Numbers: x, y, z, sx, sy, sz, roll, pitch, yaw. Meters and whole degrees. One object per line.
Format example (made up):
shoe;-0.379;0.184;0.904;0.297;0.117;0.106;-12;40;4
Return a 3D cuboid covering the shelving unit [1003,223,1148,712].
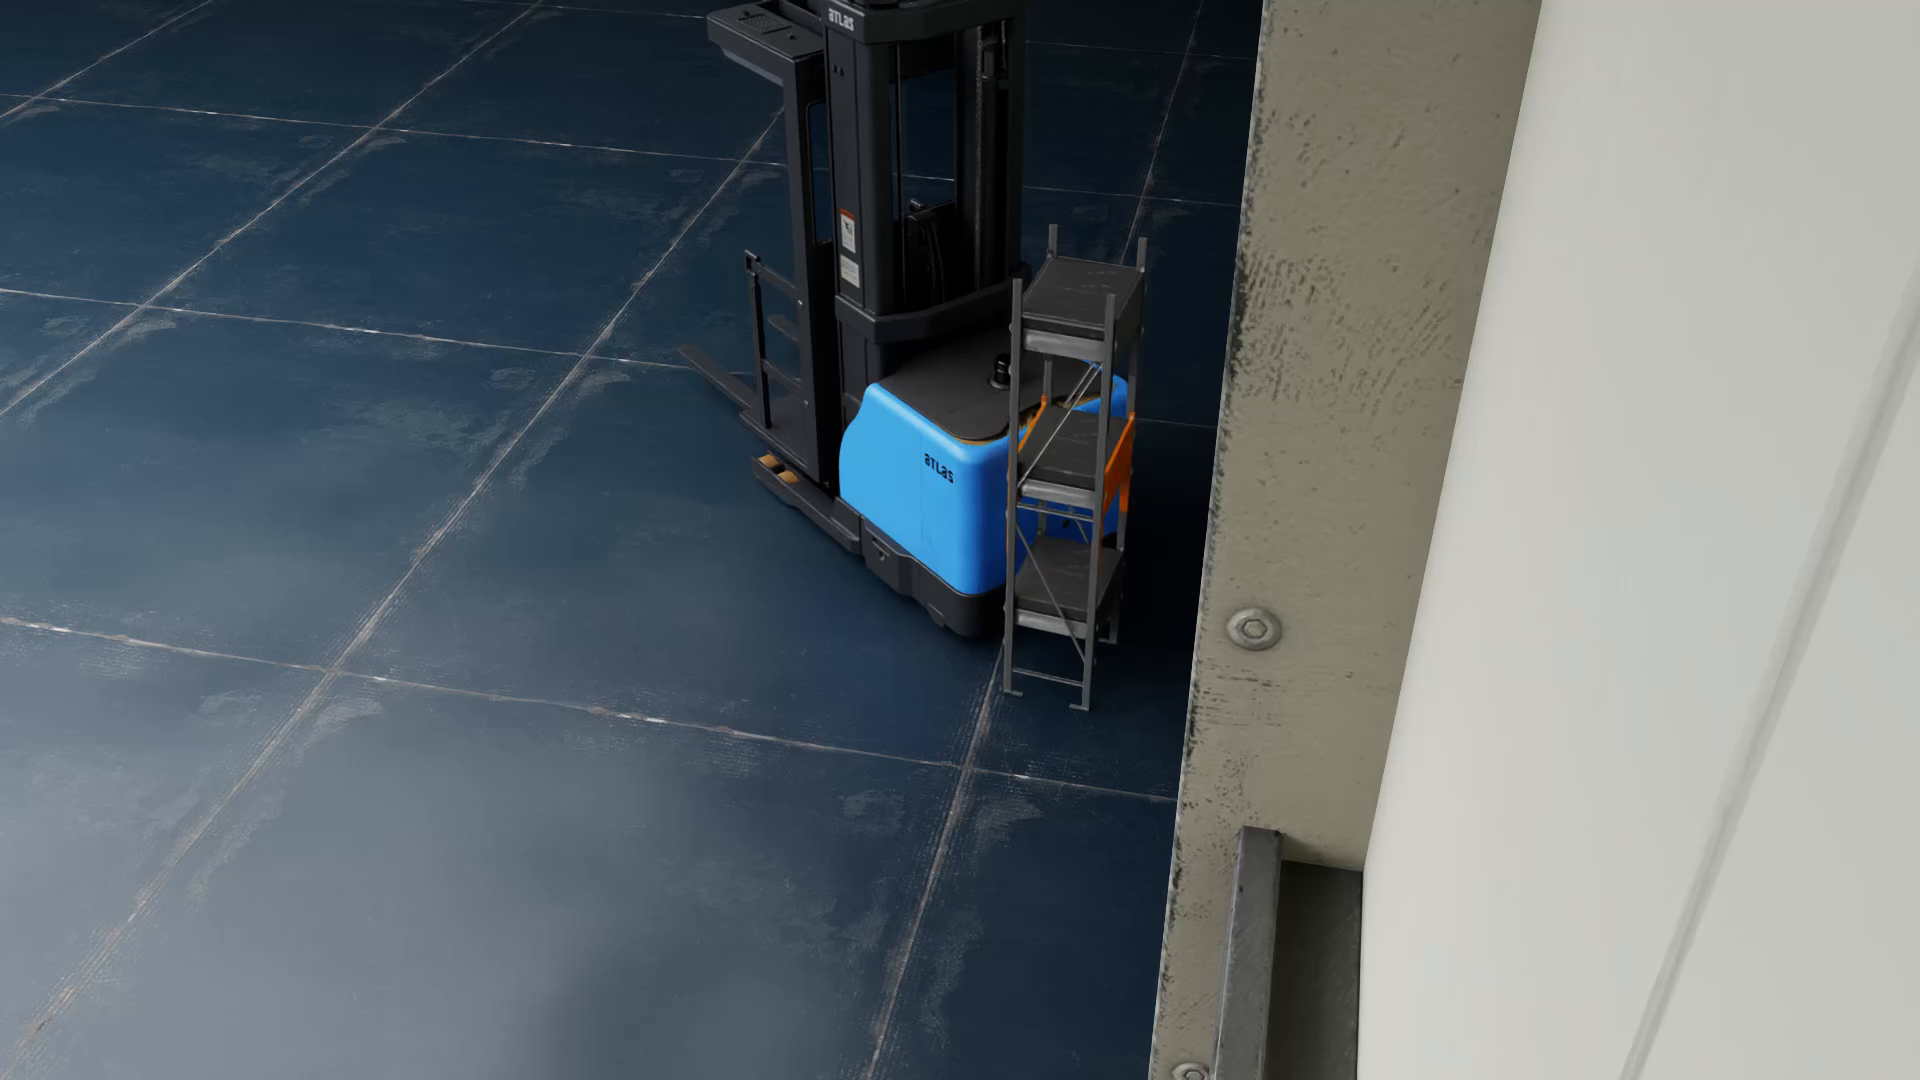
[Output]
shelving unit;0.471;-0.251;7.067;0.431;2.100;0.503;12;38;15

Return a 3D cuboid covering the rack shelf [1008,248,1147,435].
rack shelf;0.472;-0.799;6.654;0.431;0.518;0.480;12;38;15

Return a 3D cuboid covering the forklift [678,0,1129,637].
forklift;-0.464;-1.543;8.152;1.130;2.935;3.031;-24;42;-29

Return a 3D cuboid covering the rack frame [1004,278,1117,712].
rack frame;0.392;-0.112;6.882;0.400;2.100;0.015;12;38;15

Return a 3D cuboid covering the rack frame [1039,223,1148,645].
rack frame;0.550;-0.389;7.251;0.400;2.100;0.015;12;38;15

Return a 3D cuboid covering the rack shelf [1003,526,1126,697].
rack shelf;0.470;0.320;7.496;0.431;0.518;0.480;12;38;15

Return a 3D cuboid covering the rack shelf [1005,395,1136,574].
rack shelf;0.471;-0.240;7.075;0.431;0.518;0.480;12;38;15
